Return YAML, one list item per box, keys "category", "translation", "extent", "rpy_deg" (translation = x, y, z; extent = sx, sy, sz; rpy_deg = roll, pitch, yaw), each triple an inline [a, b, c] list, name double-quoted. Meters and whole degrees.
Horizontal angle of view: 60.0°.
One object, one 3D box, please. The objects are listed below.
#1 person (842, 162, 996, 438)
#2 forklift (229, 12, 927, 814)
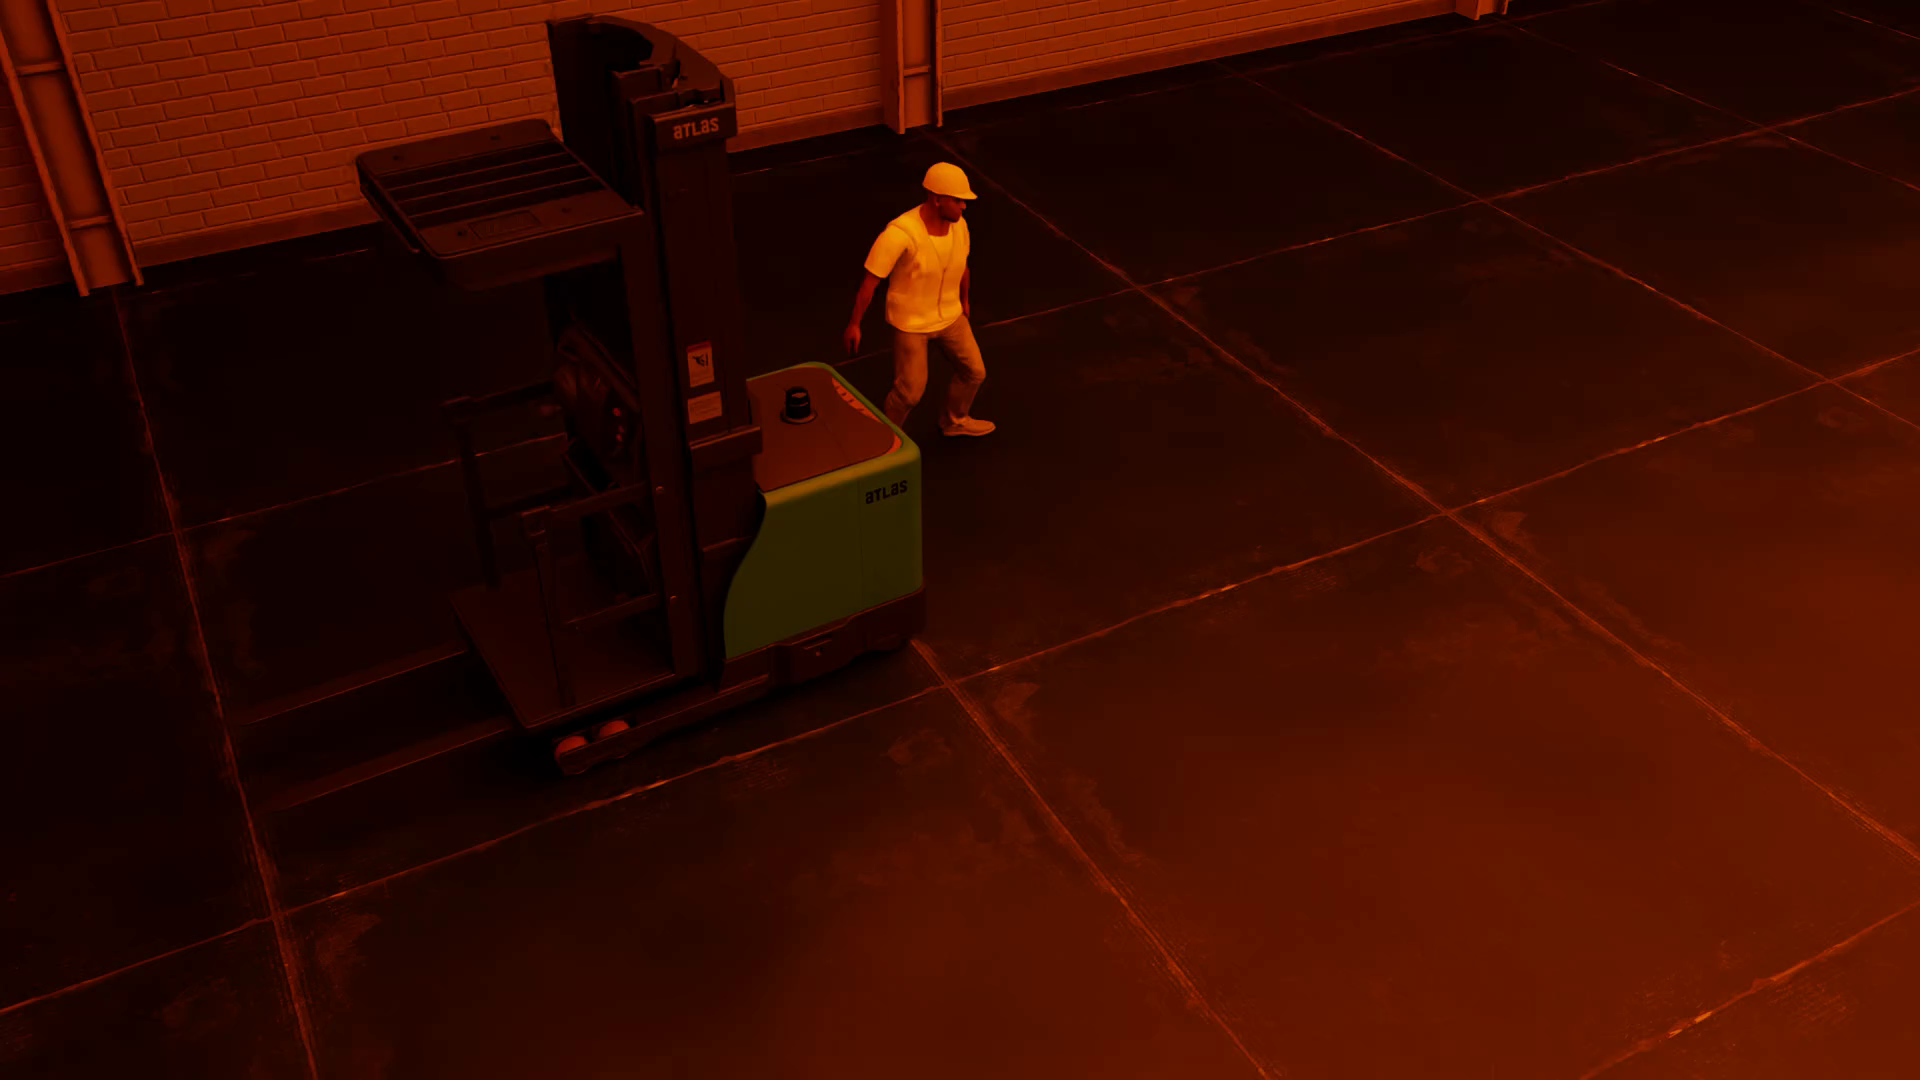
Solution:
- category: "person"
  translation: [-0.206, -1.190, 8.899]
  extent: [0.903, 1.737, 0.481]
  rpy_deg: [-23, 41, -29]
- category: "forklift"
  translation: [-1.688, -0.528, 6.870]
  extent: [3.031, 2.935, 1.130]
  rpy_deg: [-19, 40, -25]
